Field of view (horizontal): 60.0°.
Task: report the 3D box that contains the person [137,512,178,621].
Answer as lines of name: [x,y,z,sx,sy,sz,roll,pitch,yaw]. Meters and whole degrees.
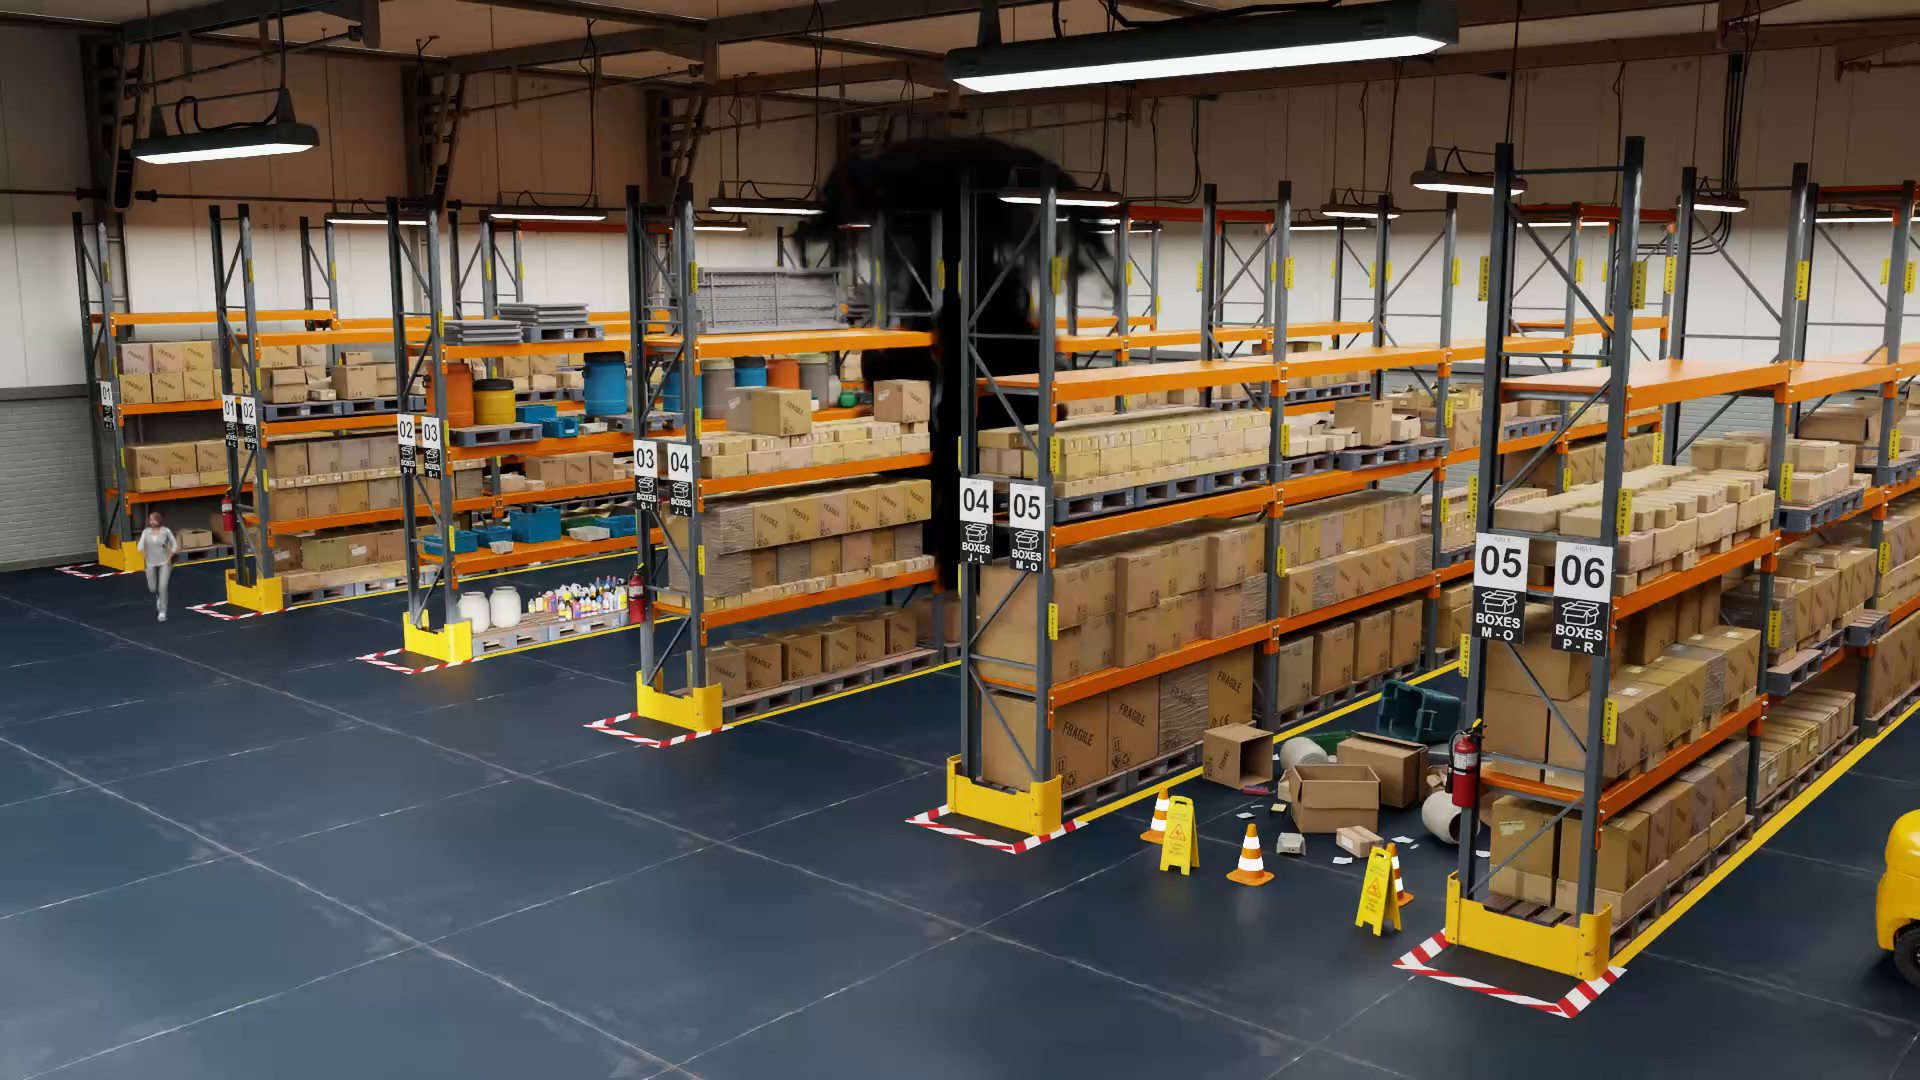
person: [-11.755,0.382,24.395,0.532,1.569,0.614,-2,10,-12]

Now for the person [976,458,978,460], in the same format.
person: [0.185,-1.438,34.661,0.689,1.809,0.711,5,11,29]
